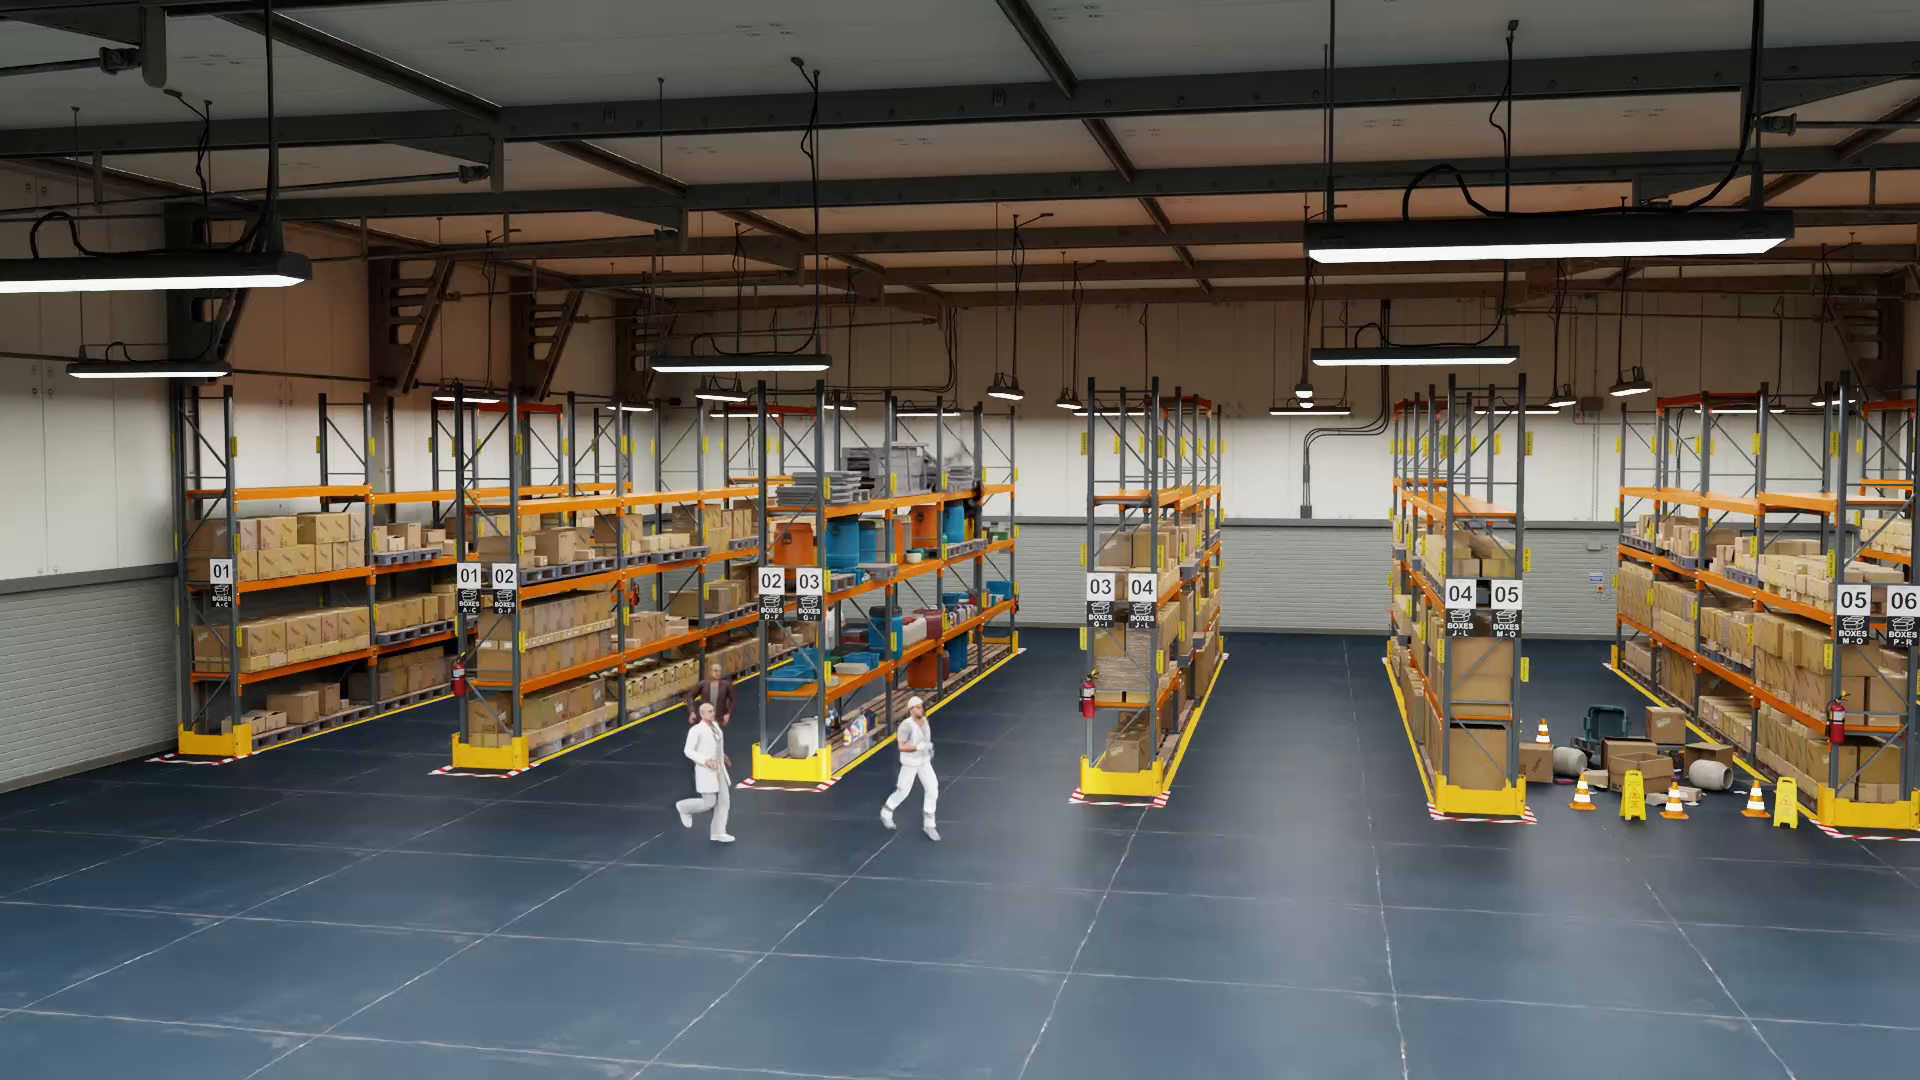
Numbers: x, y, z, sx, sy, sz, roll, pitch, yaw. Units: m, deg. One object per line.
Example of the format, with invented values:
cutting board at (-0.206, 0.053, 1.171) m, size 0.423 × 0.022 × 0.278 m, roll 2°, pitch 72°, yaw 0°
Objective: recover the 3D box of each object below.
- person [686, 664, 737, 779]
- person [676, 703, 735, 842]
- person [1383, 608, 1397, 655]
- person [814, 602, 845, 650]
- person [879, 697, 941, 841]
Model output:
person at (-3.776, 2.843, 25.309) m, size 0.766 × 1.529 × 0.589 m, roll 0°, pitch 3°, yaw -6°
person at (-3.203, 2.946, 21.157) m, size 0.888 × 1.750 × 0.710 m, roll 2°, pitch 4°, yaw 32°
person at (10.419, 1.958, 39.747) m, size 0.565 × 1.637 × 0.901 m, roll 1°, pitch 3°, yaw 10°
person at (-2.874, 2.089, 36.536) m, size 0.694 × 1.745 × 0.721 m, roll 0°, pitch 3°, yaw 4°
person at (-0.601, 2.910, 21.370) m, size 0.677 × 1.829 × 0.912 m, roll -3°, pitch 4°, yaw -44°
